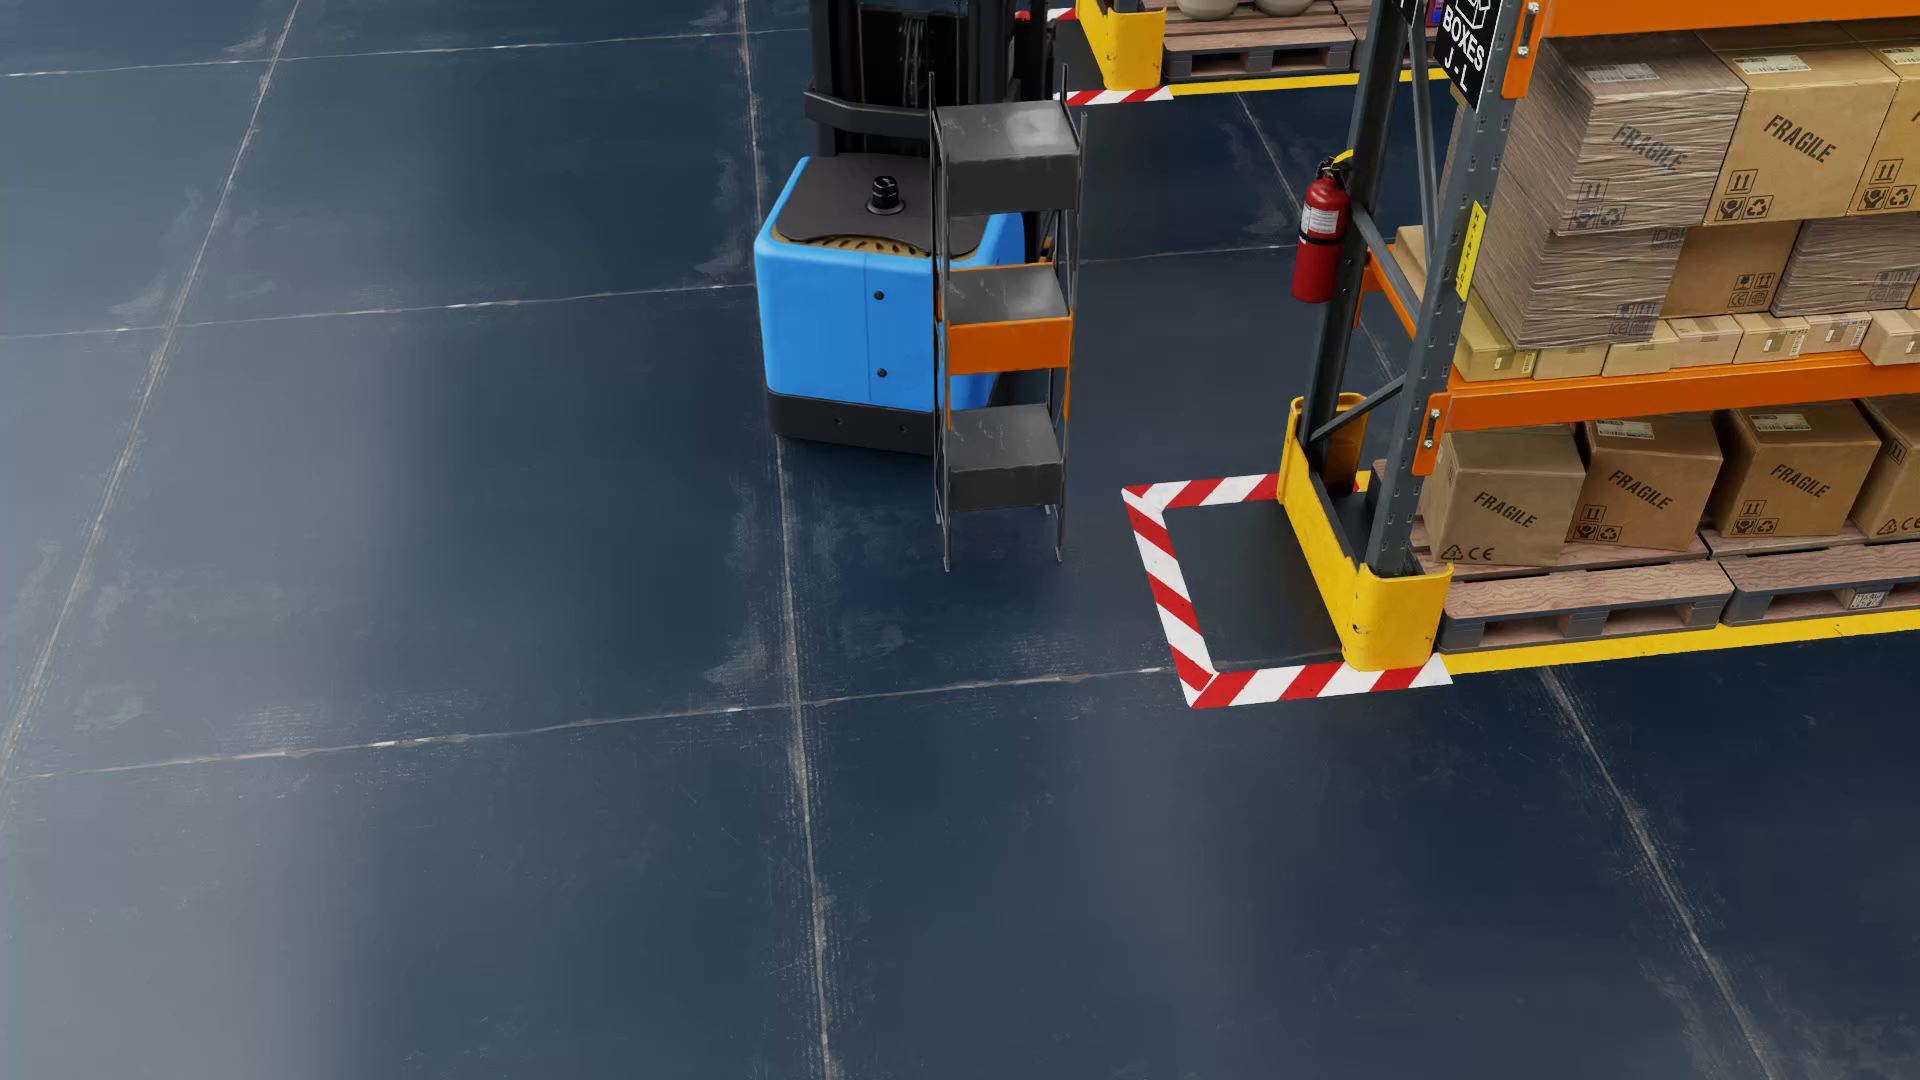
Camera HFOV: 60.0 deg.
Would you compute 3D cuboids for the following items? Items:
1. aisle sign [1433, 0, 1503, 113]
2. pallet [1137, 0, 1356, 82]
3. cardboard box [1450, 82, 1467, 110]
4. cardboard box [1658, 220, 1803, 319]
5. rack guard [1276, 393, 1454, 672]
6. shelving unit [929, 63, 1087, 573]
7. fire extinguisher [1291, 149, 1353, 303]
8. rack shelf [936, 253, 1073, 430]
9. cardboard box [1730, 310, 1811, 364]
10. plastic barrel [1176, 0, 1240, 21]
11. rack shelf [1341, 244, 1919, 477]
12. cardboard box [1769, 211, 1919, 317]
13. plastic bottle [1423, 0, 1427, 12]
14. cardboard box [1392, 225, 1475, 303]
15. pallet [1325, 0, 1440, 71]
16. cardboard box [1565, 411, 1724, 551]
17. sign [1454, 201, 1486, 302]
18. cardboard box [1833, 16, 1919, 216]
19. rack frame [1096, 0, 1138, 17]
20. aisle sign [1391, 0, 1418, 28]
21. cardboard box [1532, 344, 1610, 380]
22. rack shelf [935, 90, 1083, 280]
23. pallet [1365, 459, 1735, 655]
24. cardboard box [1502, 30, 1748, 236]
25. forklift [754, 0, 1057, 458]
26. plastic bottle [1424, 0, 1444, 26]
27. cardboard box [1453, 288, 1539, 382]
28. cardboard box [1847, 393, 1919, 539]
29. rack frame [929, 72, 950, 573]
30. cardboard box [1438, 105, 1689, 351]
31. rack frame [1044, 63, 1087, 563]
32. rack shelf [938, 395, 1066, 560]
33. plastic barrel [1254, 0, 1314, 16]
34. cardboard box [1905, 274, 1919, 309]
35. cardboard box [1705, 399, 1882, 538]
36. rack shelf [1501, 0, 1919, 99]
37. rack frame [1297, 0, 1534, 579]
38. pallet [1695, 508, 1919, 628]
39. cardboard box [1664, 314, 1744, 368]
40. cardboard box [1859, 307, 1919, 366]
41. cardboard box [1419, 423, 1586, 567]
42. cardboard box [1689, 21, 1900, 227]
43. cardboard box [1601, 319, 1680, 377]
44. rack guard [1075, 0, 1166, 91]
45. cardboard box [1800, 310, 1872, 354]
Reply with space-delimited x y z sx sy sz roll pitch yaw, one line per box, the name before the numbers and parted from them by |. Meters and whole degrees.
aisle sign | 1.563 -1.737 4.995 0.004 0.787 0.394 -5 42 -6
pallet | 1.819 -3.335 10.790 1.213 0.211 1.003 -5 42 -6
cardboard box | 2.099 -1.707 5.860 0.500 0.500 0.500 -5 42 -6
cardboard box | 2.615 -1.276 6.129 0.500 0.500 0.875 -5 42 -6
rack guard | 1.661 -0.055 6.937 0.348 0.500 1.175 -5 42 -6
shelving unit | 0.164 -0.794 6.563 0.503 2.100 0.431 -5 42 -6
fire extinguisher | 1.412 -1.244 6.447 0.183 0.674 0.296 -5 42 -6
rack shelf | 0.164 -0.784 6.572 0.480 0.518 0.431 -5 42 -6
cardboard box | 2.893 -0.823 6.110 0.250 0.149 0.380 -5 42 -6
plastic barrel | 1.586 -3.606 10.552 0.421 0.512 0.421 0 42 0
rack shelf | 3.569 -0.883 6.526 4.000 0.370 1.077 -5 42 -6
cardboard box | 3.116 -1.291 6.145 0.500 0.500 0.875 -5 42 -6
plastic bottle | 2.884 -3.349 10.484 0.097 0.201 0.097 0 42 0
cardboard box | 1.841 -1.045 6.356 0.250 0.149 0.380 -5 42 -6
pallet | 3.026 -3.439 10.905 1.213 0.211 1.003 -5 42 -6
cardboard box | 2.795 -0.322 6.920 0.500 0.500 0.500 5 42 6
sign | 1.656 -0.937 5.403 0.005 0.325 0.100 -5 42 -6
cardboard box | 3.158 -1.445 5.569 0.500 0.500 0.500 -5 42 -6
rack frame | 0.943 -4.266 9.739 0.127 3.000 1.000 -5 42 -6
aisle sign | 1.485 -2.135 5.437 0.004 0.787 0.394 -5 42 -6
cardboard box | 2.149 -0.758 6.039 0.250 0.149 0.380 -5 42 -6
rack shelf | 0.164 -1.304 6.103 0.480 0.518 0.431 -5 42 -6
pallet | 2.471 0.006 7.086 1.213 0.211 1.003 -5 42 -6
cardboard box | 2.166 -1.362 5.477 0.500 0.500 0.500 -5 42 -6
forklift | -0.096 -2.447 7.775 1.130 2.935 3.031 8 43 9
plastic bottle | 3.008 -3.378 10.455 0.133 0.283 0.061 -4 42 -5
cardboard box | 1.899 -0.749 6.029 0.250 0.149 0.380 -5 42 -6
cardboard box | 3.977 -0.382 6.987 0.500 0.500 0.500 -9 43 -9
rack frame | -0.078 -0.773 6.539 0.015 2.100 0.400 -5 42 -6
cardboard box | 2.134 -1.153 5.992 0.500 0.500 0.875 -5 42 -6
rack frame | 0.406 -0.815 6.586 0.015 2.100 0.400 -5 42 -6
rack shelf | 0.164 -0.264 7.041 0.480 0.518 0.431 -5 42 -6
plastic barrel | 2.083 -3.649 10.600 0.421 0.512 0.421 0 42 0
cardboard box | 3.613 -1.327 6.185 0.500 0.500 0.875 -5 42 -6
cardboard box | 3.418 -0.363 6.966 0.500 0.500 0.500 -1 42 -2
rack shelf | 3.569 -1.997 5.522 4.000 0.370 1.077 -5 42 -6
rack frame | 1.585 -0.976 6.093 0.127 3.000 1.000 -5 42 -6
pallet | 3.678 -0.098 7.201 1.213 0.211 1.003 -5 42 -6
cardboard box | 2.644 -0.805 6.091 0.250 0.149 0.380 -5 42 -6
cardboard box | 3.399 -0.815 6.102 0.250 0.149 0.380 -5 42 -6
cardboard box | 2.207 -0.247 6.837 0.500 0.500 0.500 2 42 2
cardboard box | 2.663 -1.401 5.520 0.500 0.500 0.500 -5 42 -6
cardboard box | 2.399 -0.770 6.052 0.250 0.149 0.380 -5 42 -6
rack guard | 1.013 -3.375 10.619 0.348 0.500 1.175 -5 42 -6
cardboard box | 3.138 -0.862 6.154 0.250 0.149 0.380 -5 42 -6
